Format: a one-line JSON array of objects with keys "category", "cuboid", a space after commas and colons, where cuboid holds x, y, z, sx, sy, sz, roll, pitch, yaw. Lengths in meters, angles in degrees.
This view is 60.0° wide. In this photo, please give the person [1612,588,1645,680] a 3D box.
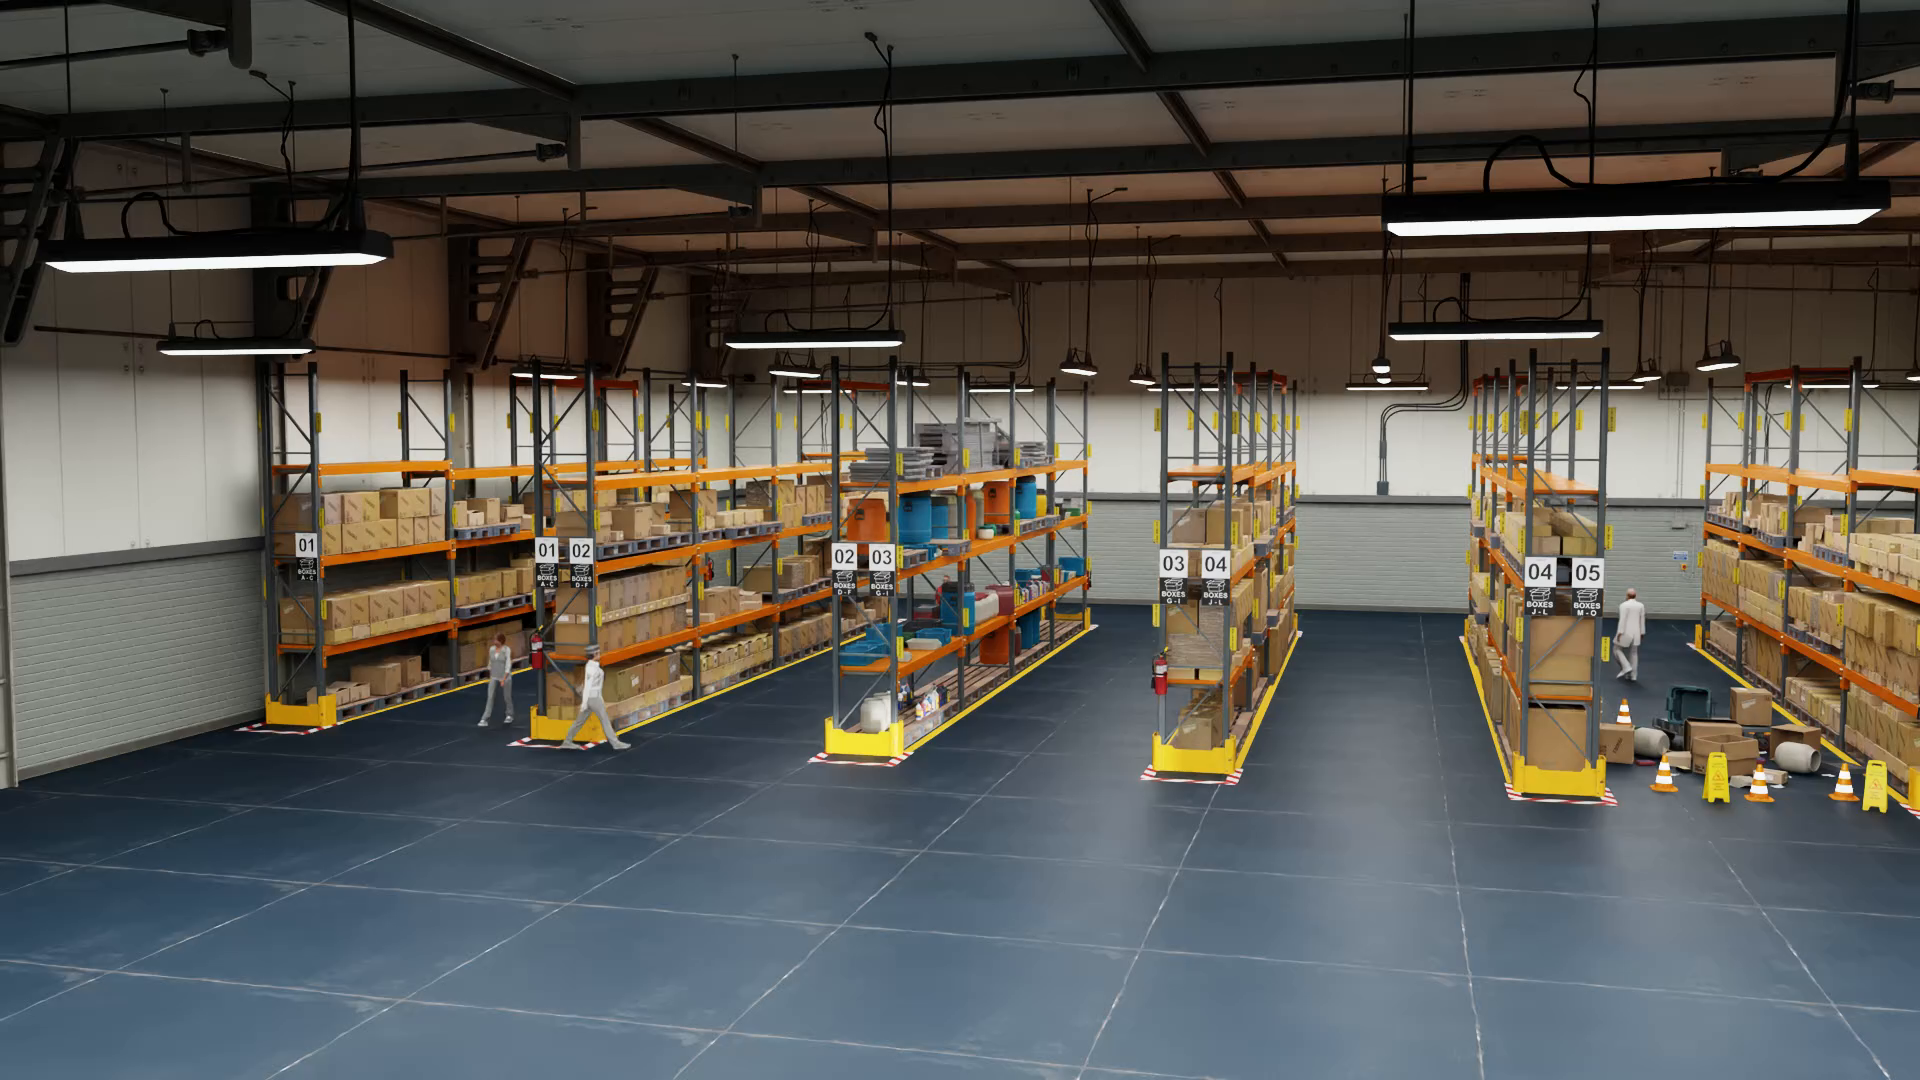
[{"category": "person", "cuboid": [13.061, 1.832, 32.384, 0.638, 1.779, 0.532, -1, 4, -14]}]

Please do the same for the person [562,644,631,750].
[{"category": "person", "cuboid": [-5.548, 2.390, 25.387, 1.023, 1.597, 0.555, -1, 4, -10]}]

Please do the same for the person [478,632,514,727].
[{"category": "person", "cuboid": [-7.591, 2.286, 27.312, 0.434, 1.546, 0.967, 0, 4, 2]}]

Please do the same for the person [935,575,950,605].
[{"category": "person", "cuboid": [-0.296, 1.603, 36.207, 0.584, 1.662, 1.078, 1, 4, 12]}]
